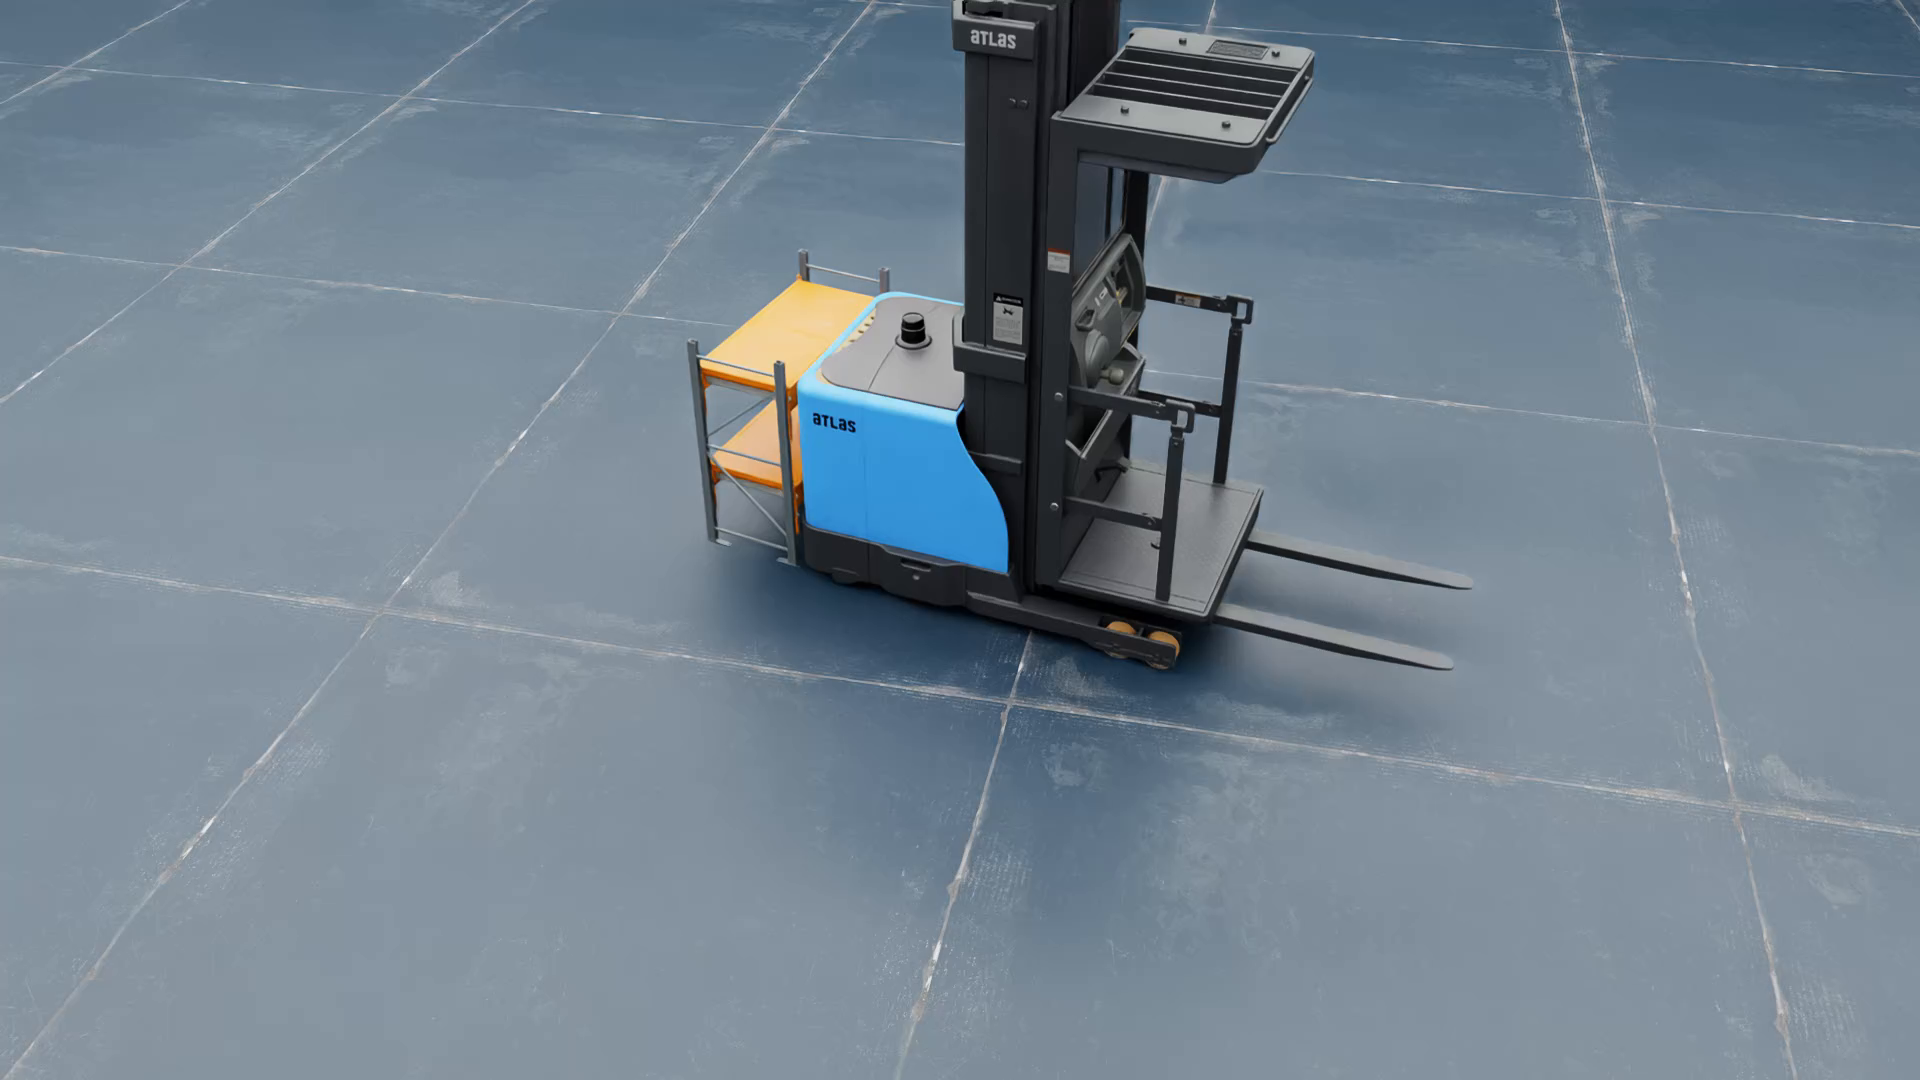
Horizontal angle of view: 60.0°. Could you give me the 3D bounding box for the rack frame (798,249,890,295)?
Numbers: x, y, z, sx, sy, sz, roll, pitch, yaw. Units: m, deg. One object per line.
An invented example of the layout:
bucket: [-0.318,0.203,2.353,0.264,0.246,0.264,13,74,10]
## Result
rack frame: [-0.580,-0.936,8.583,0.500,1.125,0.032,16,39,20]

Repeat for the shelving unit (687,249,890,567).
shelving unit: [-0.798,-0.666,8.211,0.538,1.125,1.048,16,39,20]

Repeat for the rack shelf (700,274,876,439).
rack shelf: [-0.798,-0.903,8.039,0.538,0.278,1.000,16,39,20]

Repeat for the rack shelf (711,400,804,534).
rack shelf: [-0.798,-0.468,8.354,0.538,0.278,1.000,16,39,20]

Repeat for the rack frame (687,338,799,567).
rack frame: [-1.015,-0.396,7.839,0.500,1.125,0.032,16,39,20]

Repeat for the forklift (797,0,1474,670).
forklift: [0.823,-0.964,7.083,3.031,2.935,1.130,13,38,17]
